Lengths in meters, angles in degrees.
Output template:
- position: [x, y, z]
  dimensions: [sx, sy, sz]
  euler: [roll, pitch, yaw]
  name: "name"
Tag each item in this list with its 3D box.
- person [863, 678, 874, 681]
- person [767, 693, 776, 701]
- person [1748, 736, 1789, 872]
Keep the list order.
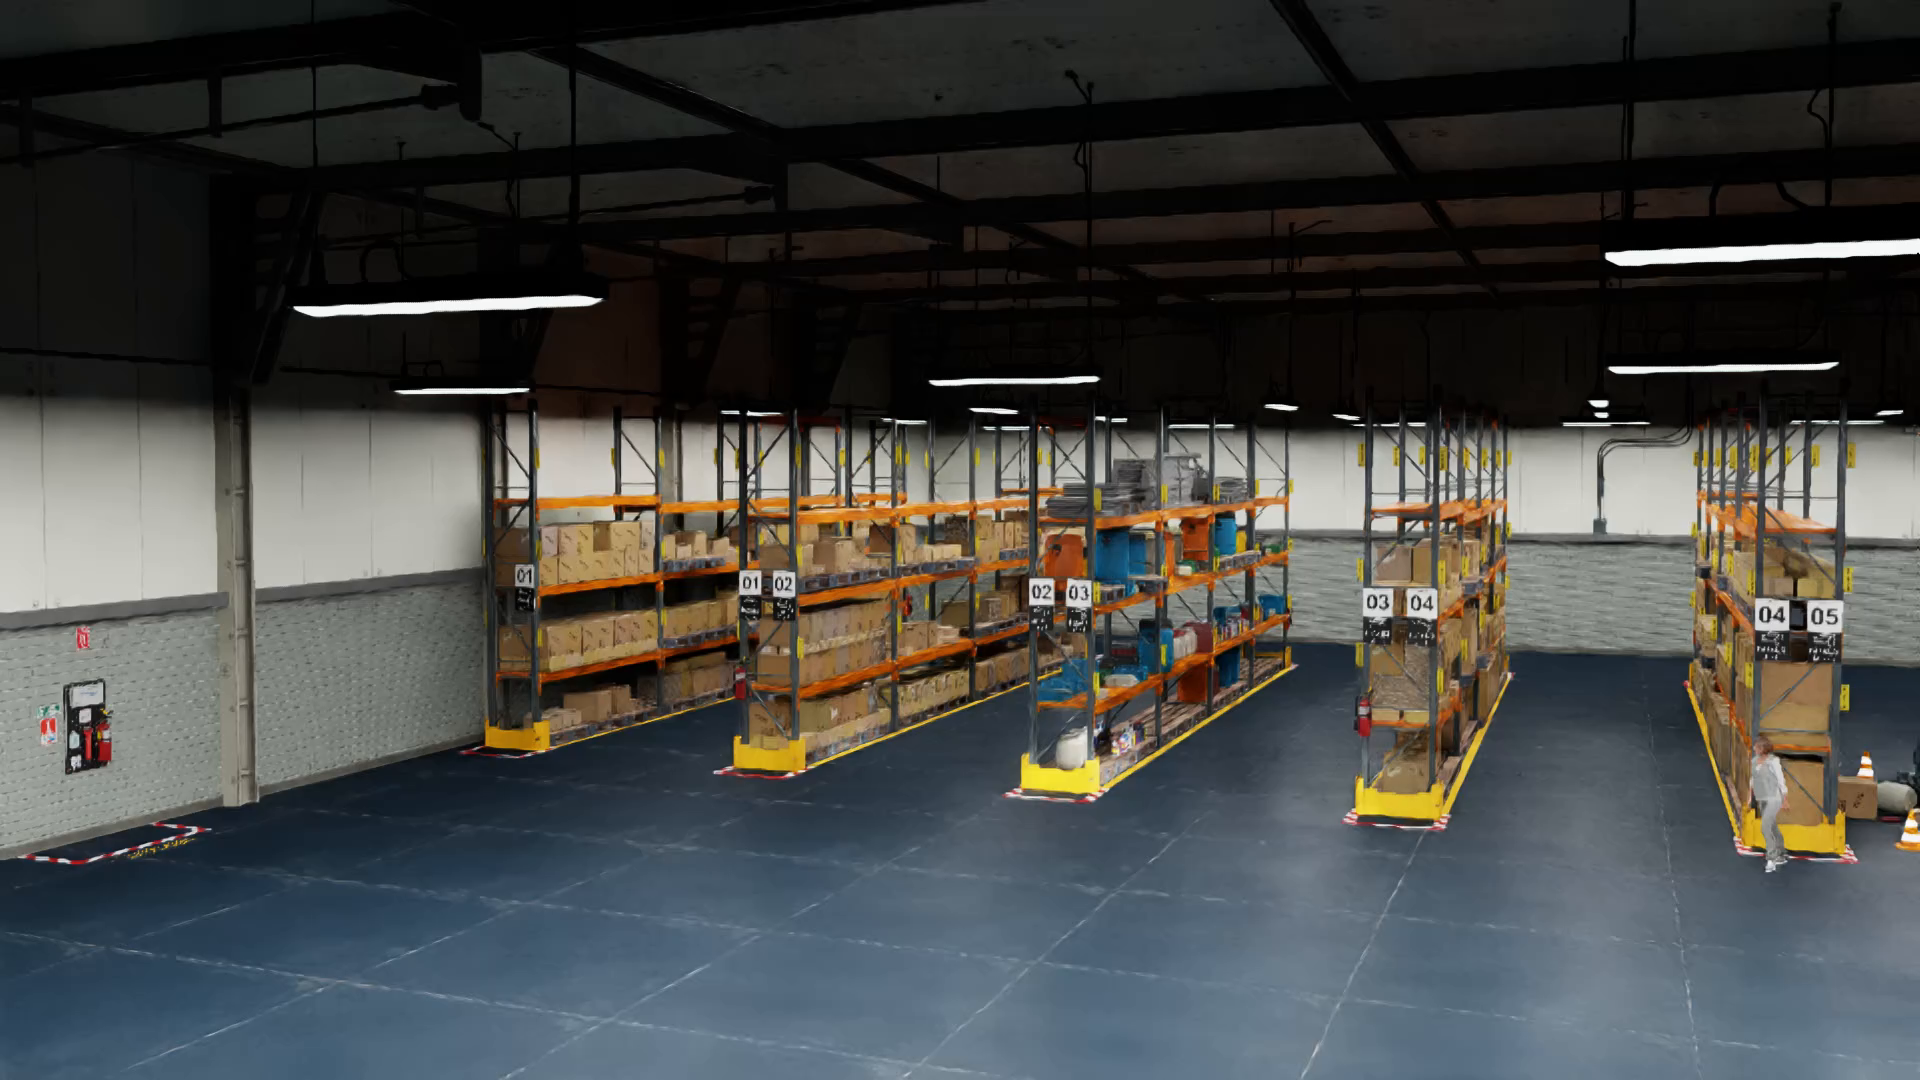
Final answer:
- position: [-2.029, 2.348, 36.531]
  dimensions: [0.433, 1.684, 0.553]
  euler: [0, 3, -4]
  name: "person"
- position: [-3.485, 2.524, 32.693]
  dimensions: [0.539, 1.715, 1.031]
  euler: [2, 3, 30]
  name: "person"
- position: [9.940, 3.212, 20.354]
  dimensions: [0.466, 1.592, 0.514]
  euler: [-1, 3, -12]
  name: "person"
